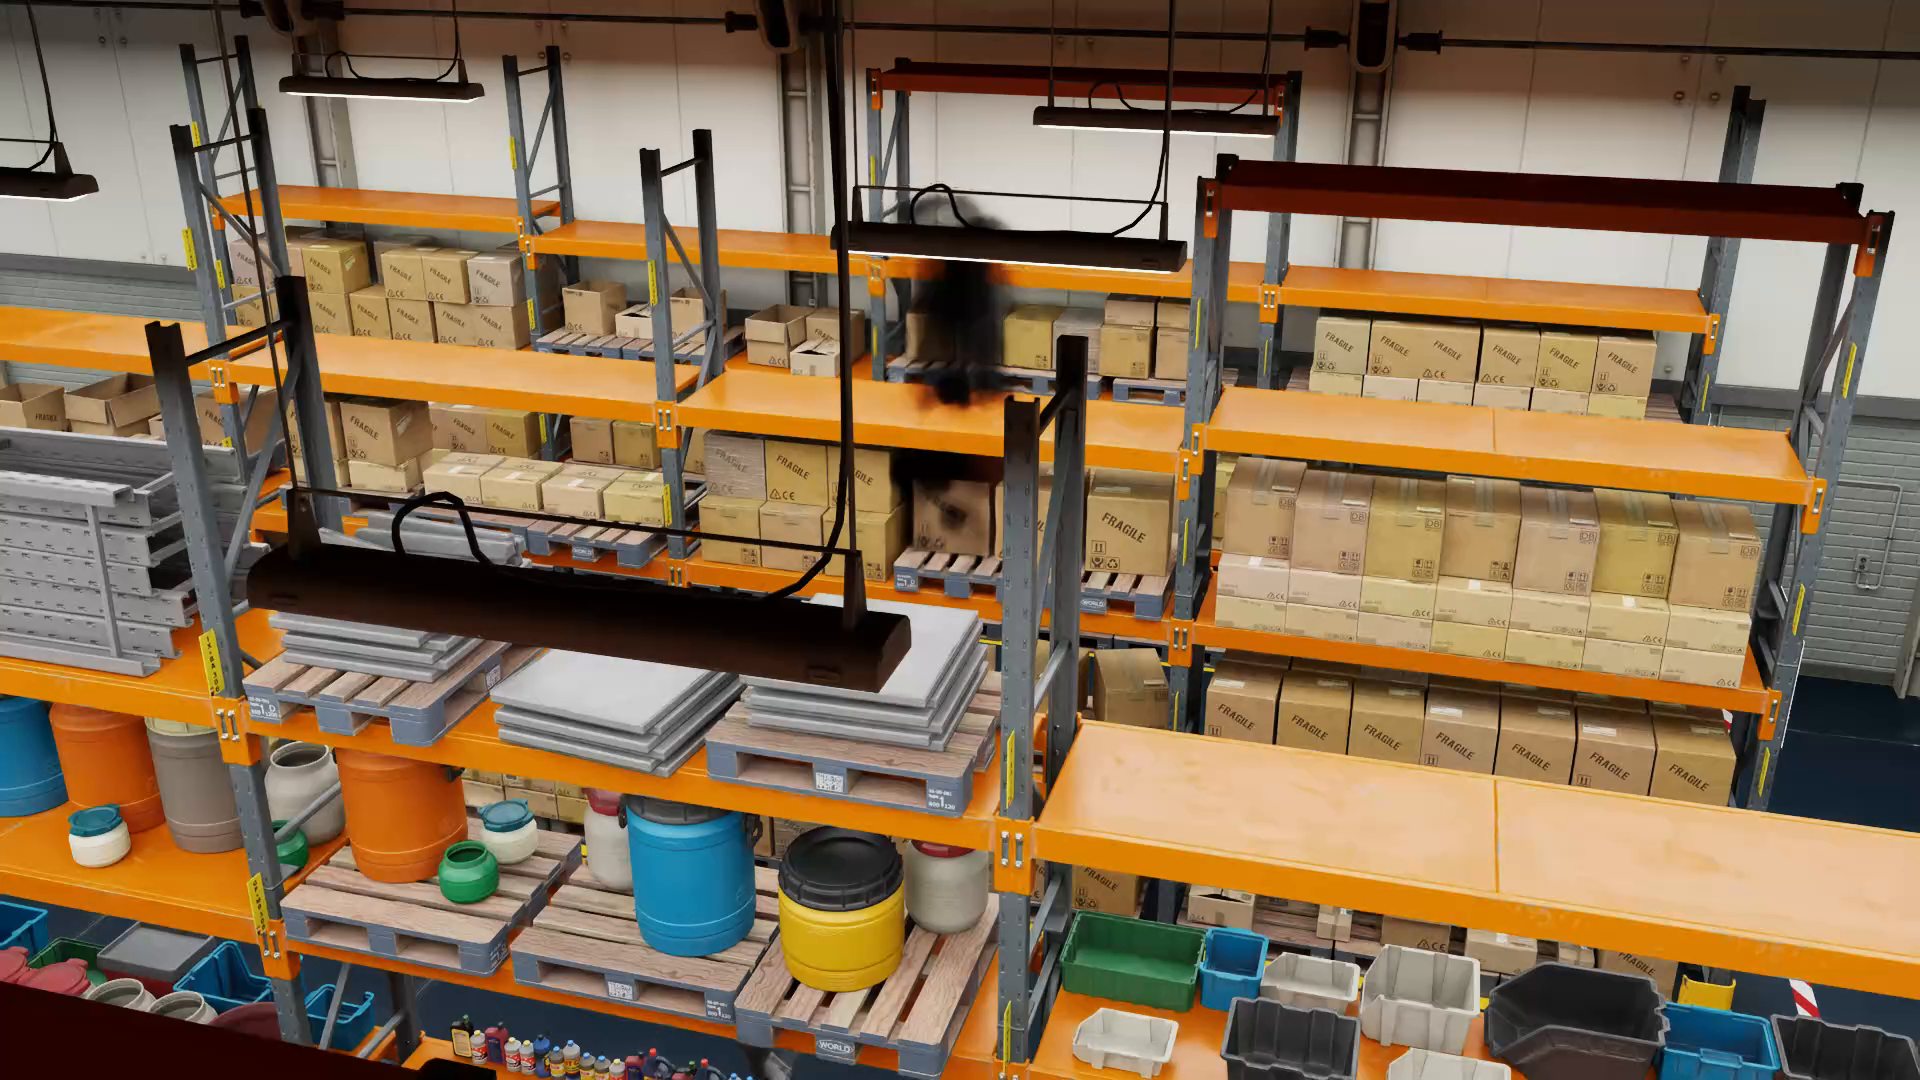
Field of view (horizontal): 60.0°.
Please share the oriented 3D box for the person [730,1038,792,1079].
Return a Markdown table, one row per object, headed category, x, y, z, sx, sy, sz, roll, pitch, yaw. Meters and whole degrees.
| category | x | y | z | sx | sy | sz | roll | pitch | yaw |
| --- | --- | --- | --- | --- | --- | --- | --- | --- | --- |
| person | -1.377 | 3.130 | 11.083 | 0.706 | 1.609 | 0.533 | 7 | 24 | 17 |
